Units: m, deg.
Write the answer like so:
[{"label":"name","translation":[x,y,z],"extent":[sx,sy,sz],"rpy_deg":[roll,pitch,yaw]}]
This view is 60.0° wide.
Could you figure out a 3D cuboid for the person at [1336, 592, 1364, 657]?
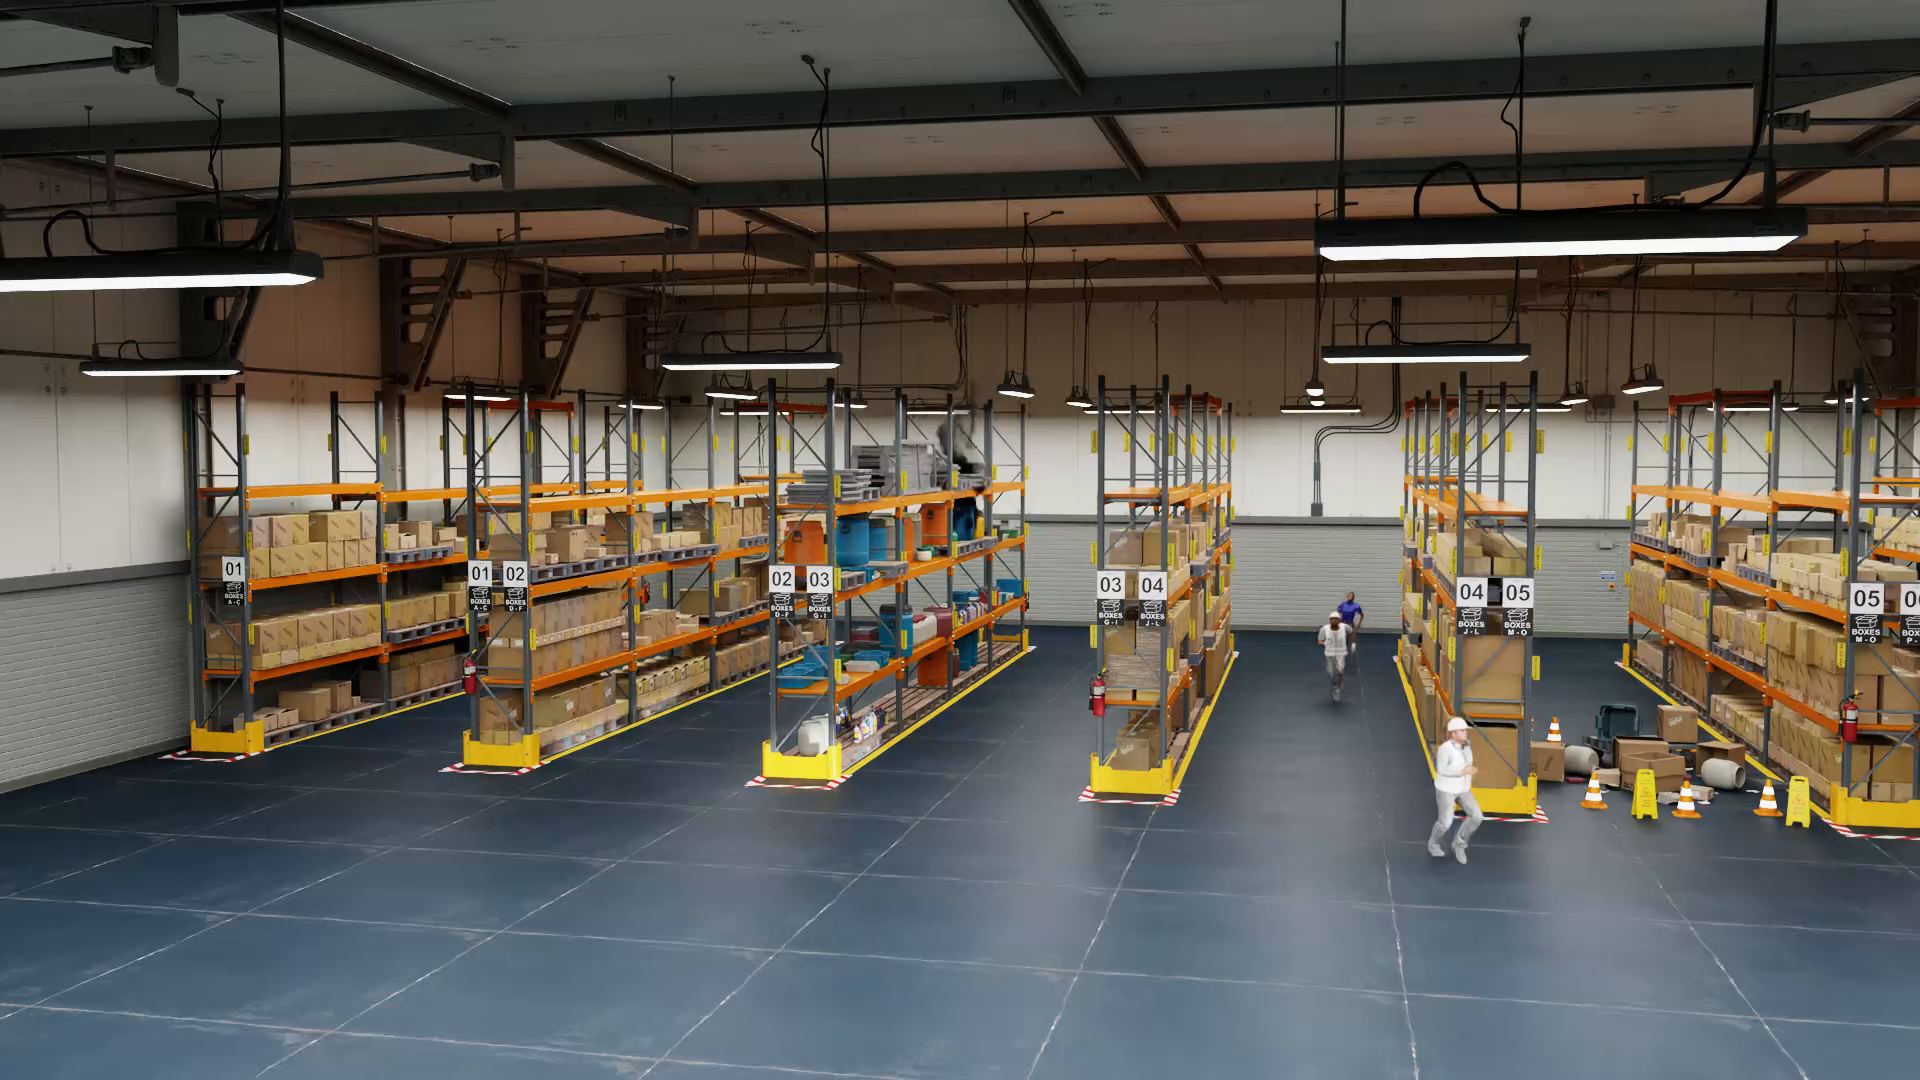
[{"label":"person","translation":[8.926,2.020,38.323],"extent":[0.611,1.633,0.624],"rpy_deg":[2,4,29]}]

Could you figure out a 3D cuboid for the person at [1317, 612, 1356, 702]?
[{"label":"person","translation":[7.313,2.263,32.321],"extent":[0.717,1.760,0.818],"rpy_deg":[1,3,14]}]

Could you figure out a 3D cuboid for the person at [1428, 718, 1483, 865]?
[{"label":"person","translation":[5.902,2.982,19.838],"extent":[0.682,1.764,0.808],"rpy_deg":[-2,4,-30]}]
